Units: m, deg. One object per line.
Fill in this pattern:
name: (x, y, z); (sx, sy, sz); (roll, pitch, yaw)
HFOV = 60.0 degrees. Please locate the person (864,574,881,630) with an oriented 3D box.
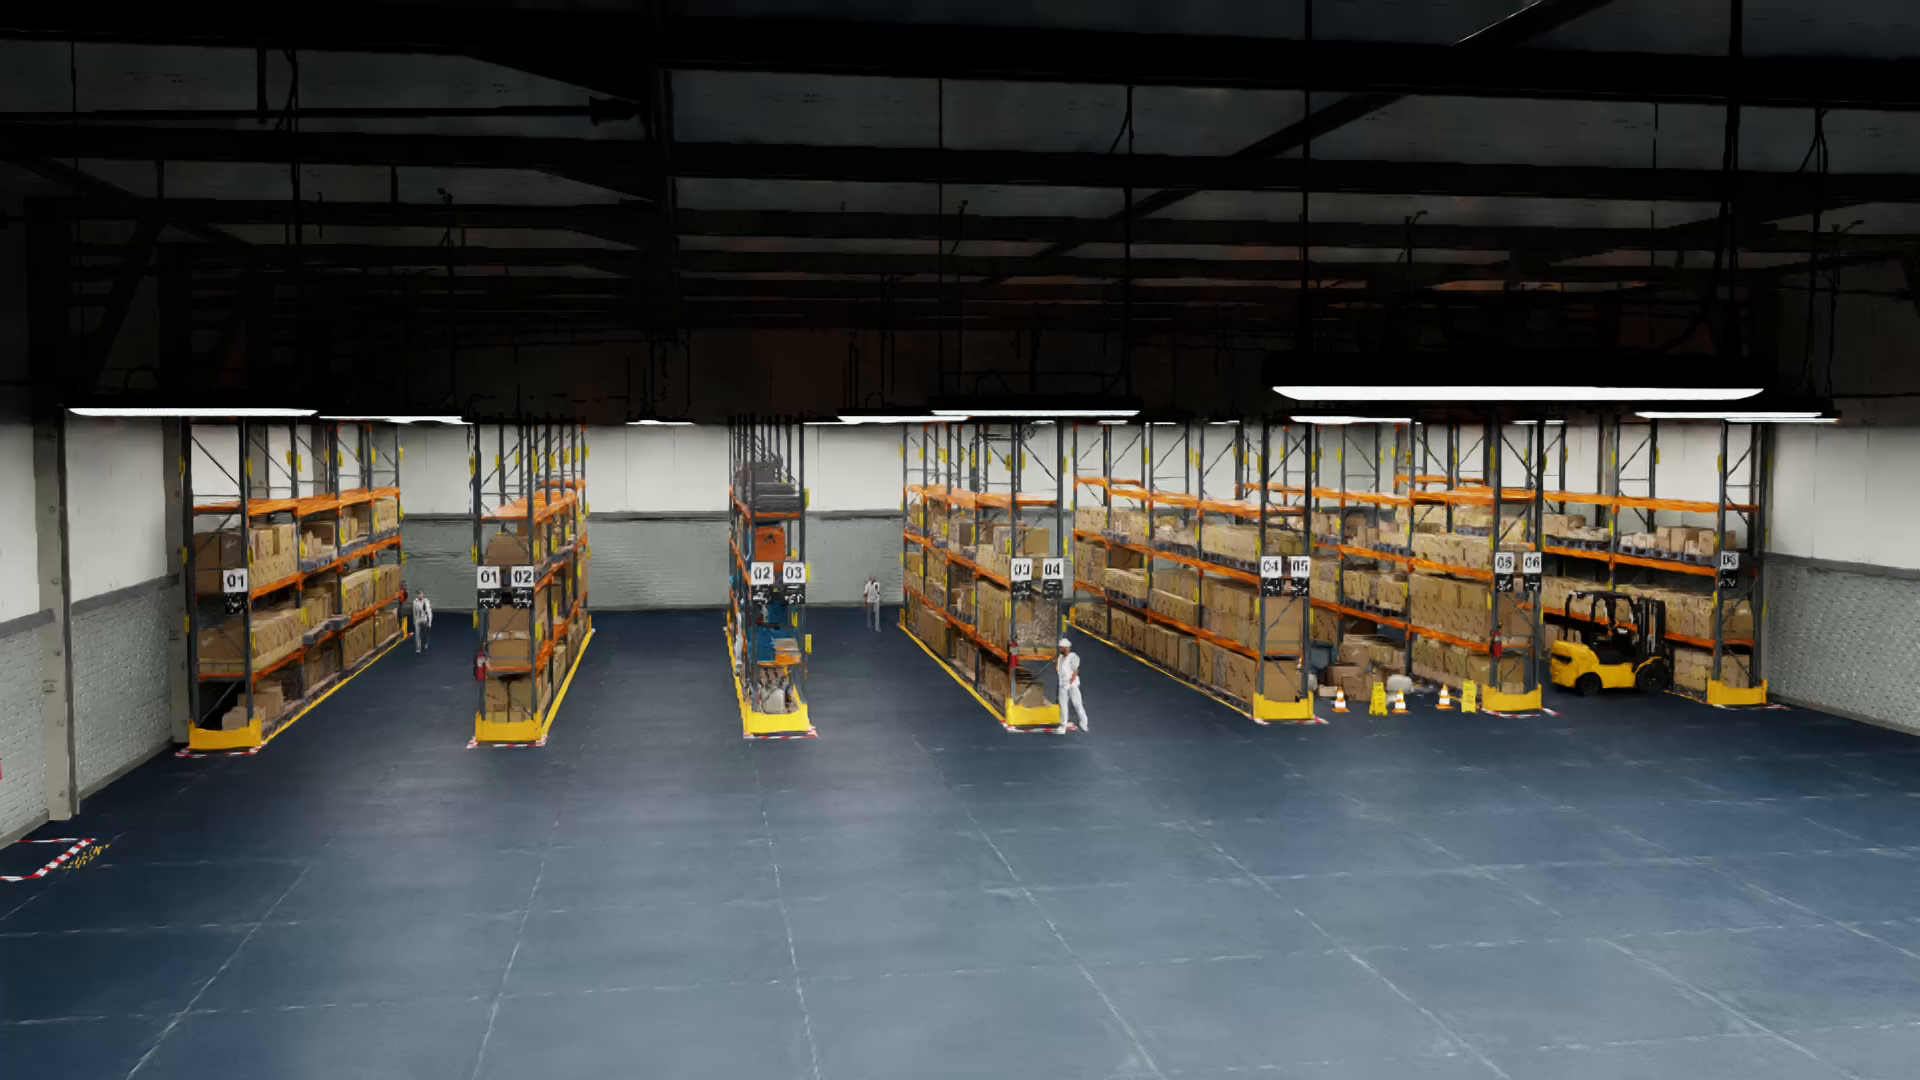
person: (-2.471, 1.726, 46.871); (0.456, 1.589, 1.088); (0, 4, -7)

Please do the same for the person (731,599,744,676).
person: (-4.882, 2.210, 38.017); (0.598, 1.755, 0.994); (1, 4, 12)

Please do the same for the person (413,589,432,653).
person: (-13.646, 2.032, 42.222); (0.500, 1.625, 0.998); (-1, 4, -11)

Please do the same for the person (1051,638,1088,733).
person: (2.049, 2.723, 31.144); (0.715, 1.781, 0.570); (-3, 5, -38)

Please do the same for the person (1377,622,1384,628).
person: (11.814, 1.646, 47.460); (0.540, 1.666, 0.511); (1, 4, 7)
